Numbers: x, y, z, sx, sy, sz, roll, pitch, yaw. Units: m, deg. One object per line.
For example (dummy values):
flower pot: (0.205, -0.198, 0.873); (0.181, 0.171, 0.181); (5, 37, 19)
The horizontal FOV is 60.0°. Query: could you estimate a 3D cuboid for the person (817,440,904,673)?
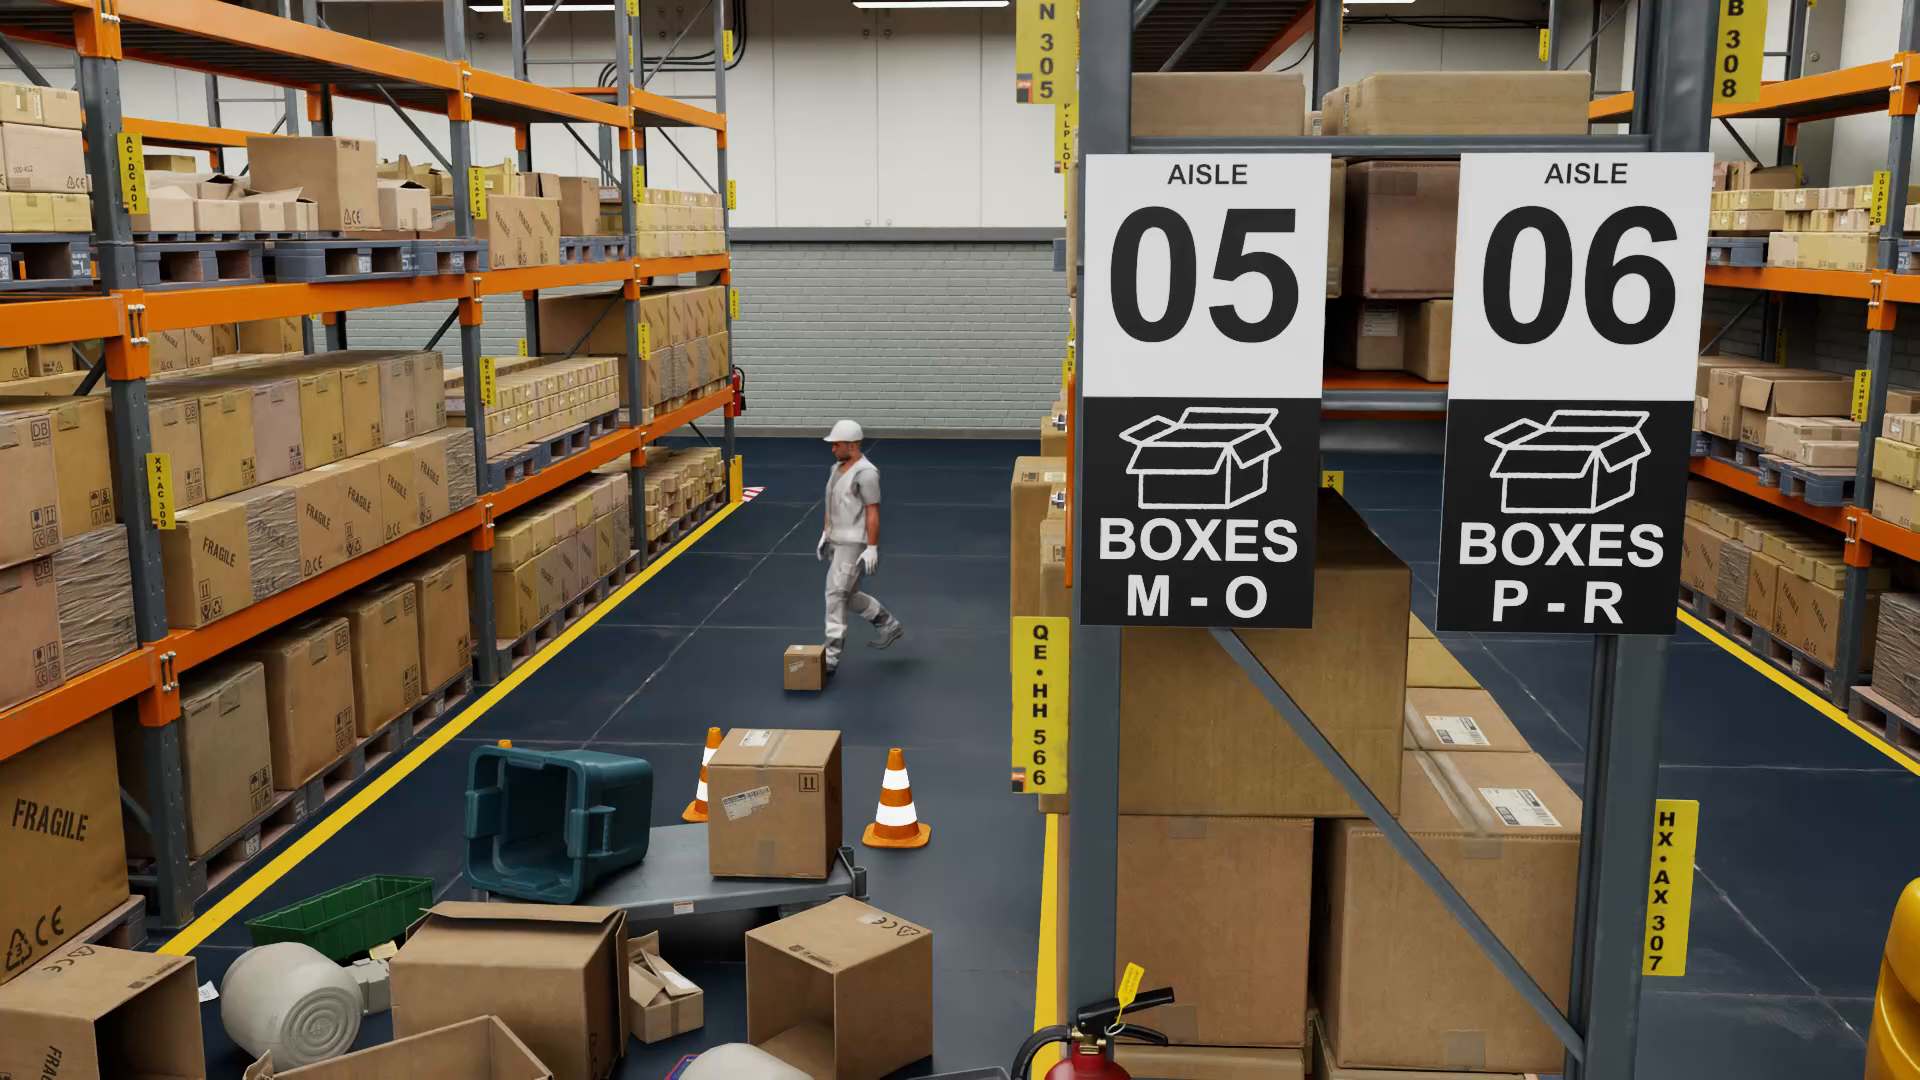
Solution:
person: (-13.980, 1.364, 4.746); (30.890, 1.722, 8.237); (-5, 12, -27)
